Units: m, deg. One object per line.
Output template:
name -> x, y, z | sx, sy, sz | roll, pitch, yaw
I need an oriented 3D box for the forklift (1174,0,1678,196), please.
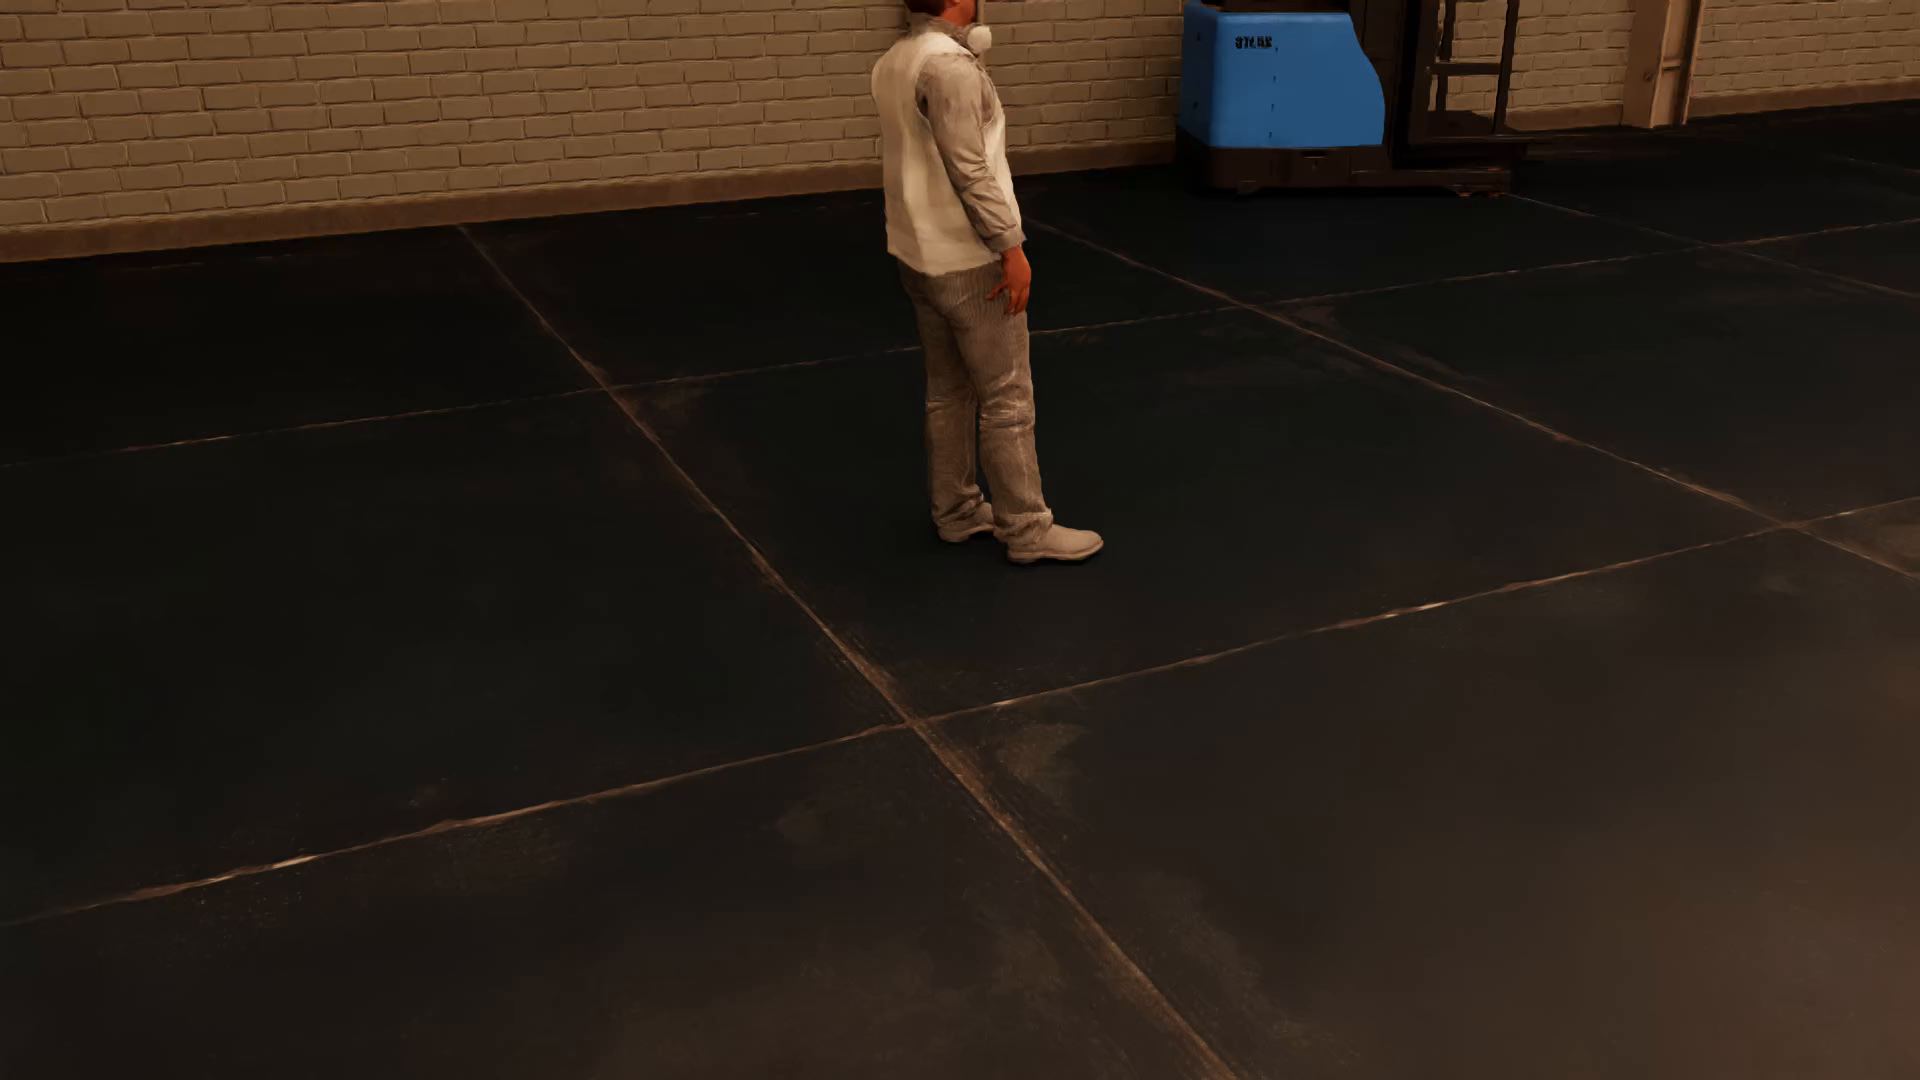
forklift -> 2.951, -3.657, 10.089 | 3.031, 2.935, 1.130 | -2, 23, -5

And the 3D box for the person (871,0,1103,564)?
person -> 0.060, -0.833, 4.781 | 0.567, 1.773, 0.632 | -10, 25, -23
